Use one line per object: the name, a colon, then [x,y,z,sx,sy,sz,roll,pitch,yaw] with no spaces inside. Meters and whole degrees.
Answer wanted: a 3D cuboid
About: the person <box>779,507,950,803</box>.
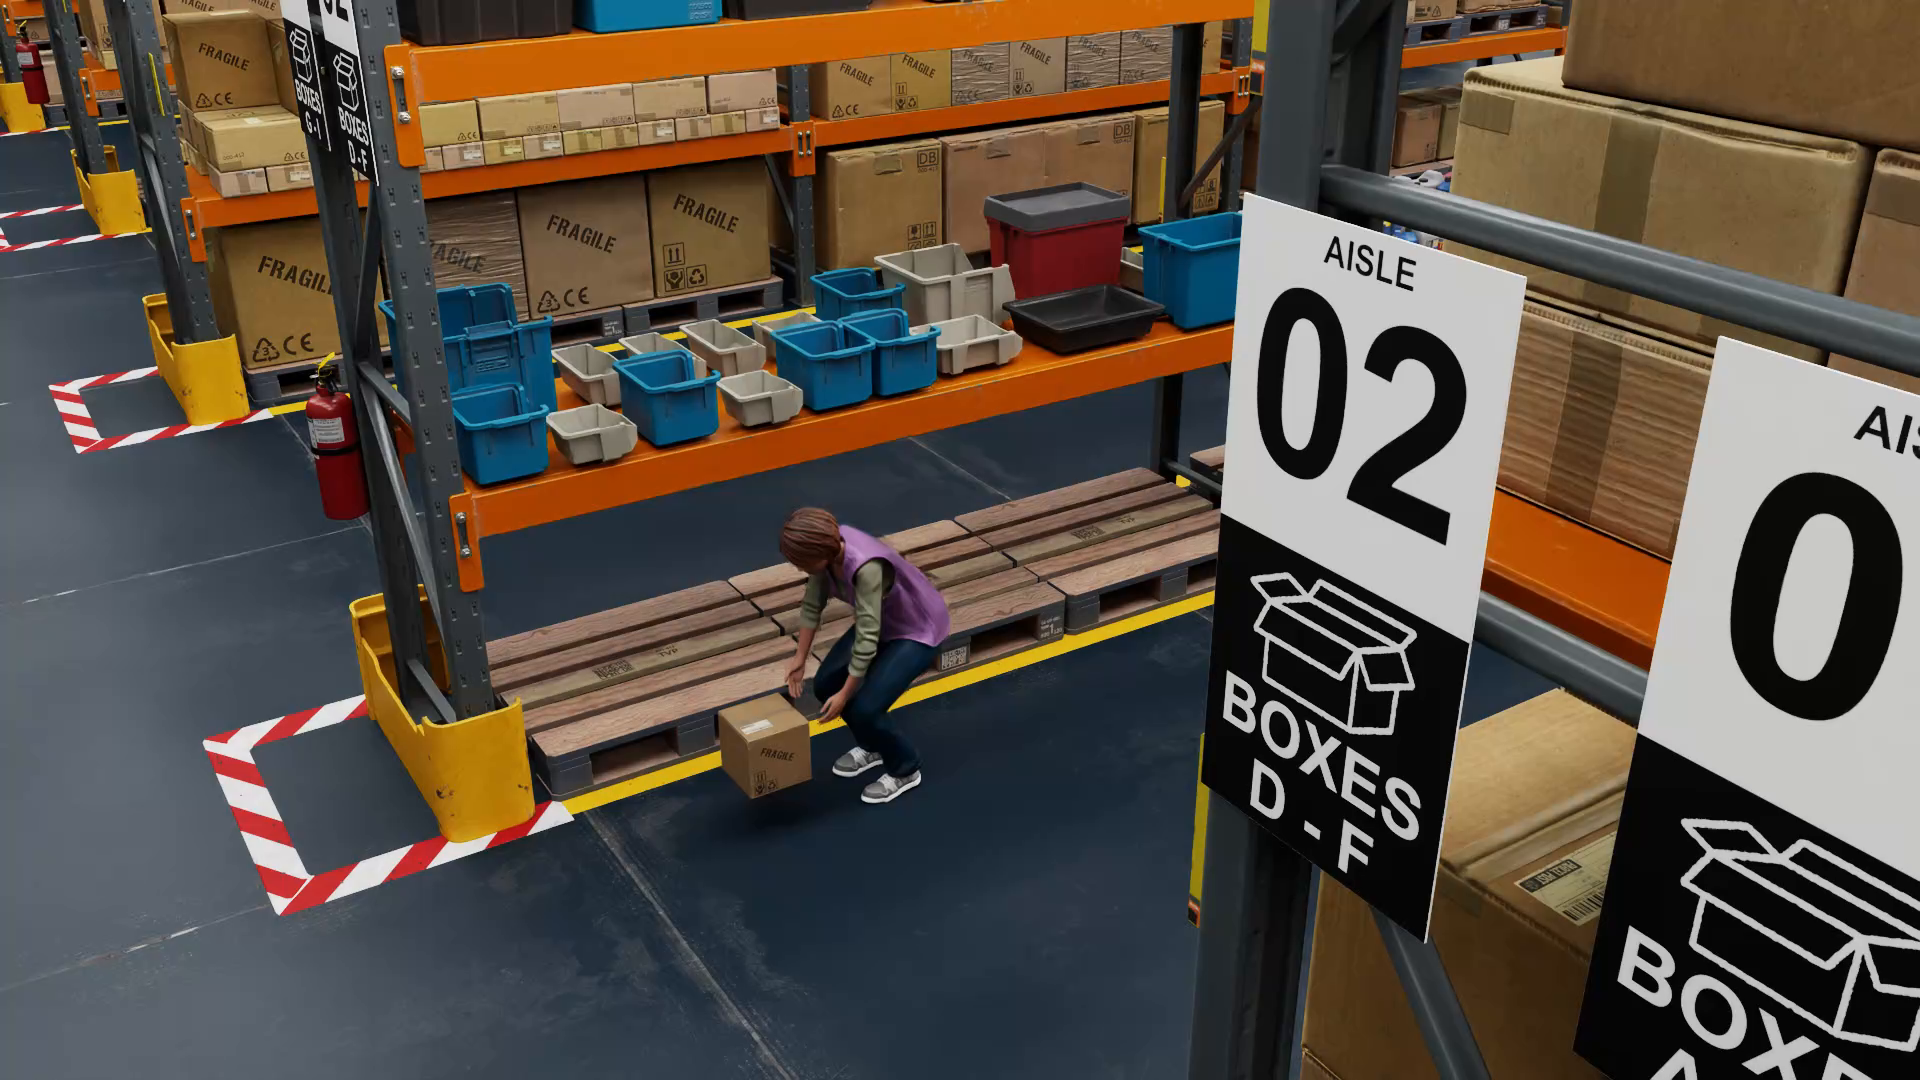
person: [-0.341,0.410,6.195,0.685,1.230,0.463,-16,30,-30]
